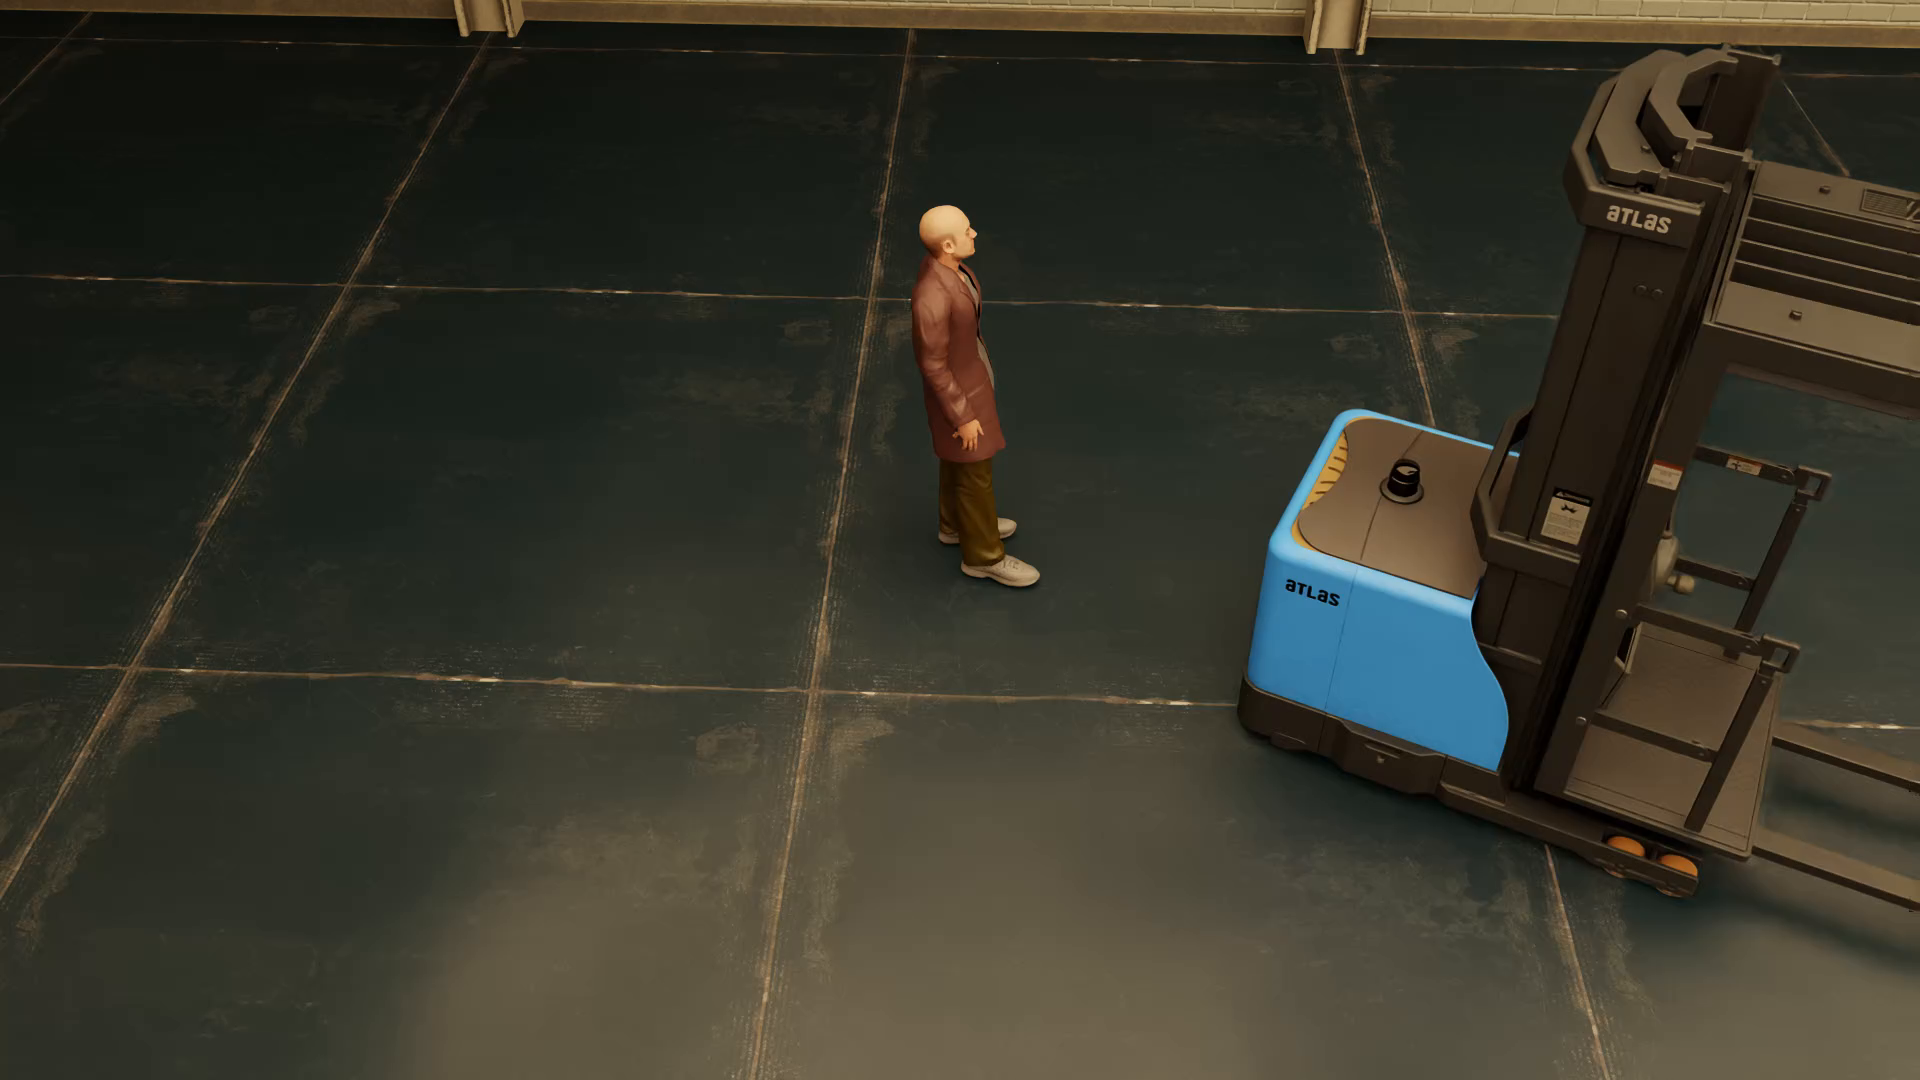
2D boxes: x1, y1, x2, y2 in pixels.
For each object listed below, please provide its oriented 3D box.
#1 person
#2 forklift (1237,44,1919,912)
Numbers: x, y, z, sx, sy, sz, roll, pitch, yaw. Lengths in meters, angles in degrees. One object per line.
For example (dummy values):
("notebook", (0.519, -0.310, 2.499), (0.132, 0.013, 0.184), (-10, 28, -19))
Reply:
("person", (0.090, -0.656, 7.305), (0.582, 1.776, 0.696), (2, 42, 2))
("forklift", (2.720, -0.121, 5.875), (3.031, 2.935, 1.130), (19, 46, 19))
